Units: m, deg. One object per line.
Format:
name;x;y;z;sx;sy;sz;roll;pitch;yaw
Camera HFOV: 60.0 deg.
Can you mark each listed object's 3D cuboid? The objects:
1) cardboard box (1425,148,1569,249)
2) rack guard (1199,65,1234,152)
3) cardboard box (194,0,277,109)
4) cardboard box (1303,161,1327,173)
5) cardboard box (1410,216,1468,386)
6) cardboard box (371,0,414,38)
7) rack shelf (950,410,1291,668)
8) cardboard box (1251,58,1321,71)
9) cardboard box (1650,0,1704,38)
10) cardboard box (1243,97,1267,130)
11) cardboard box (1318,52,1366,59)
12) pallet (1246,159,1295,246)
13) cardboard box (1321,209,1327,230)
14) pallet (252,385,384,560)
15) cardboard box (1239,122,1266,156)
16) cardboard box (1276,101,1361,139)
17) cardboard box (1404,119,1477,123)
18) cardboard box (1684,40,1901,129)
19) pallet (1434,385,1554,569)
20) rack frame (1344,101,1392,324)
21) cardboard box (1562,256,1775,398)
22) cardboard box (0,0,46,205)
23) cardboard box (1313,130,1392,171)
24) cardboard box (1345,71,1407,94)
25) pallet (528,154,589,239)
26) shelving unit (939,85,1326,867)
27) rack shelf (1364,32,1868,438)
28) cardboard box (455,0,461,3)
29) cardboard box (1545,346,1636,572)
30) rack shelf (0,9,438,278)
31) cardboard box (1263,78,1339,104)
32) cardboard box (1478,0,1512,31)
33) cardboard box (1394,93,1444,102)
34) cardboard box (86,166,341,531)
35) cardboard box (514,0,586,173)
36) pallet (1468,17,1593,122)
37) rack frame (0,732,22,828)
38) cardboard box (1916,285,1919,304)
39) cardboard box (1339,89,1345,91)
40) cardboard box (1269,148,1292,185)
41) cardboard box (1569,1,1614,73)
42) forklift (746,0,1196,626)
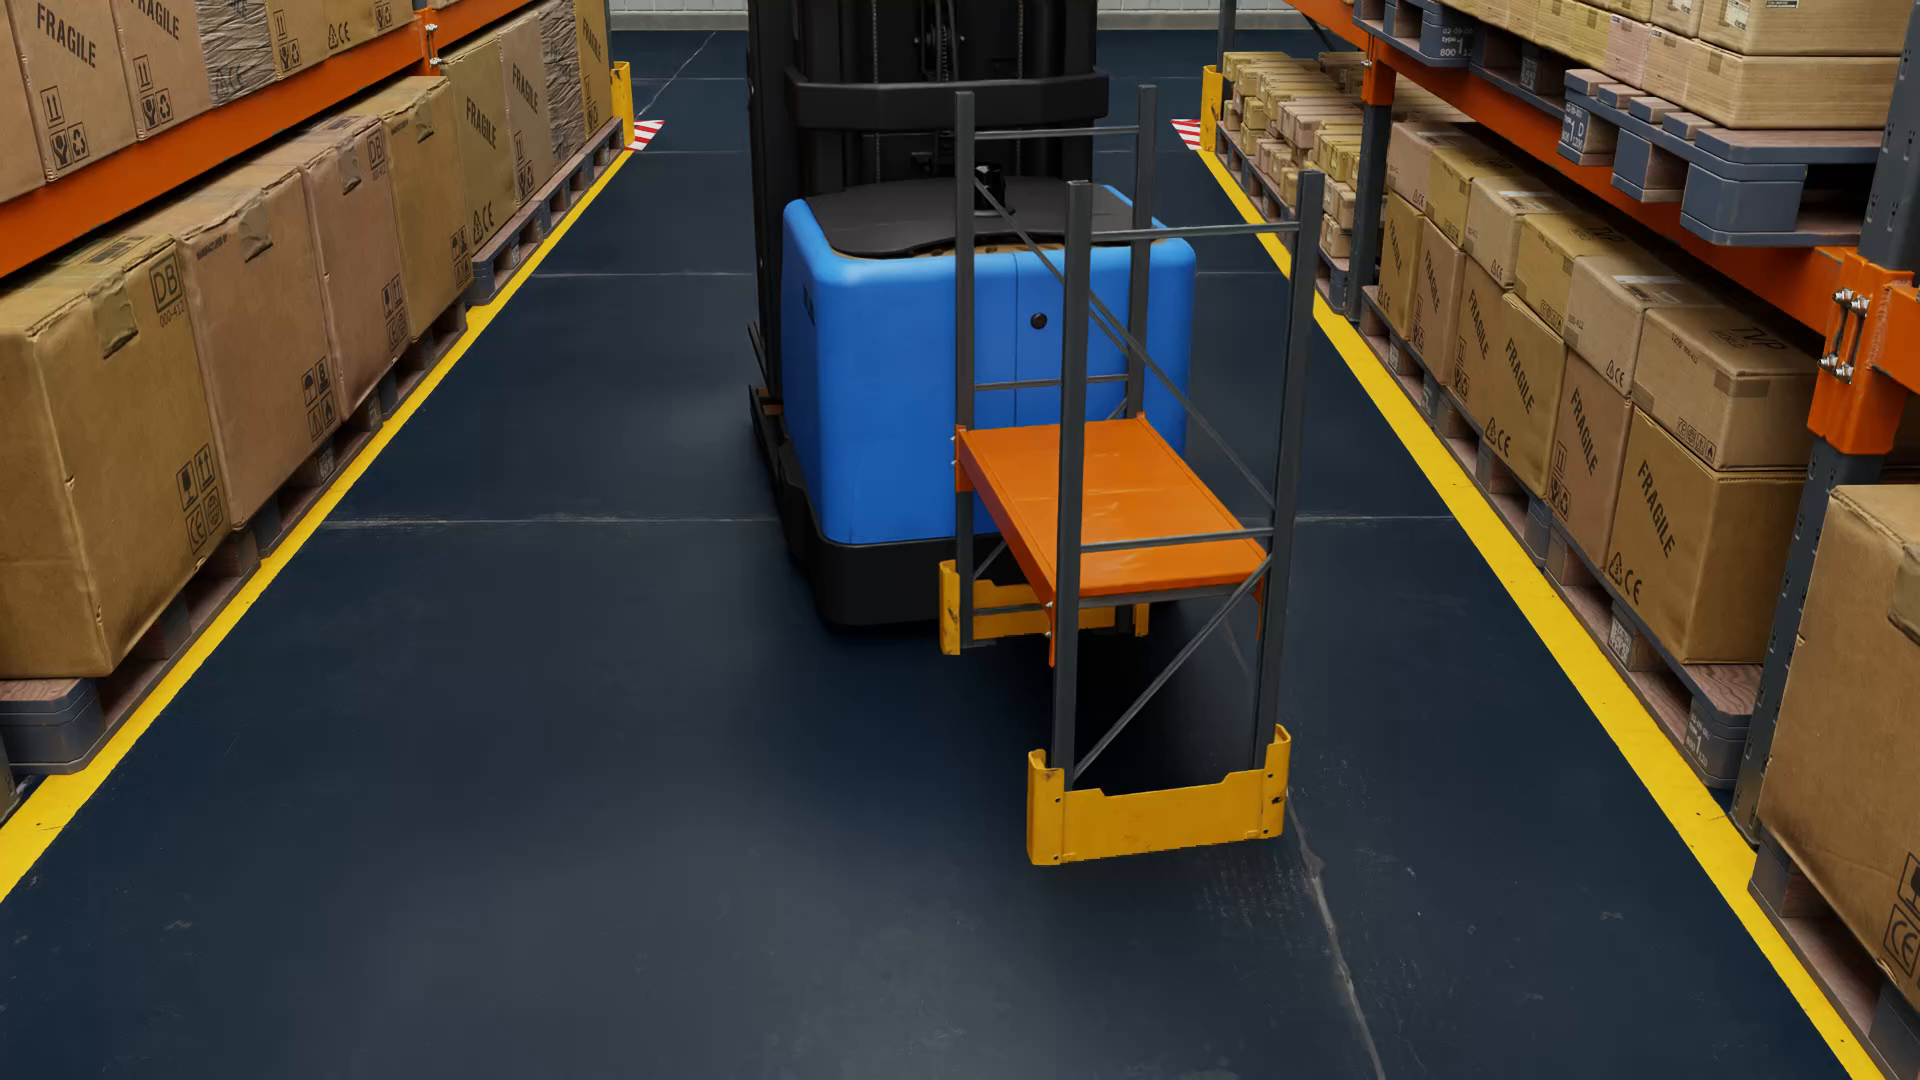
cardboard box;1.978;-1.219;5.920;0.500;0.250;0.500;0;24;1
rack guard;2.183;-2.828;10.897;1.175;0.500;0.348;0;24;-1
cardboard box;-2.445;-1.598;5.022;0.500;0.500;0.500;0;24;0
cardboard box;1.868;-1.729;8.021;0.380;0.149;0.250;-1;24;-2
cardboard box;1.976;-0.879;6.078;0.500;0.500;0.500;1;24;2
cardboard box;-2.457;-2.224;6.406;0.500;0.500;0.500;0;24;0
rack shelf;0.340;-0.037;3.949;0.538;0.185;1.000;-5;25;-11
cardboard box;1.971;-2.832;10.099;0.380;0.149;0.250;0;24;0
cardboard box;1.804;-1.226;3.755;0.380;0.149;0.250;1;24;1
cardboard box;1.863;-2.490;9.704;0.380;0.149;0.250;0;24;1
cardboard box;2.441;-2.945;10.350;0.380;0.149;0.250;0;24;0
pallet;2.167;-1.860;9.107;1.003;0.211;1.213;0;24;-1
cardboard box;1.894;-1.619;8.140;0.380;0.149;0.250;-1;24;-2
pallet;-2.635;-0.278;5.608;1.003;0.211;1.213;0;24;-1
cardboard box;1.855;-2.358;9.774;0.380;0.149;0.250;0;24;0
cardboard box;1.874;-2.196;8.694;0.380;0.149;0.250;-1;24;-2
cardboard box;2.408;-1.982;8.220;0.380;0.149;0.250;-1;24;-2
cardboard box;1.804;-0.980;3.573;0.380;0.149;0.250;0;24;0
pallet;2.252;-0.255;5.558;1.003;0.211;1.213;0;24;-1
rack frame;2.226;-2.350;6.807;1.000;3.000;0.127;0;24;-1
cardboard box;1.983;-0.585;4.517;0.500;0.250;0.500;0;24;0
cardboard box;-2.425;-0.969;3.630;0.500;0.500;0.500;0;24;1
cardboard box;1.909;-1.867;7.966;0.380;0.149;0.250;0;24;-1
cardboard box;2.456;-2.628;9.649;0.380;0.149;0.250;-1;24;-3
pallet;-2.681;-1.917;9.232;1.003;0.211;1.213;0;24;-1
shelving unit;0.338;-0.205;3.883;0.587;1.500;1.083;-5;25;-11
rack shelf;2.247;-1.199;5.133;1.077;0.370;4.000;0;24;-1
cardboard box;-2.409;-2.487;7.414;0.380;0.149;0.250;-1;24;-2
cardboard box;1.999;-0.239;4.661;0.500;0.500;0.500;1;24;2
rack shelf;-2.713;-1.218;5.176;1.077;0.370;4.000;0;24;-1
cardboard box;1.925;-2.511;9.390;0.380;0.149;0.250;1;24;2
cardboard box;1.789;-1.621;4.990;0.380;0.149;0.250;-1;24;-3
cardboard box;2.438;-2.301;8.925;0.380;0.149;0.250;0;24;0
cardboard box;-2.680;-0.597;4.998;1.225;0.875;0.875;0;24;0
cardboard box;-2.682;-2.603;9.434;0.875;0.875;0.875;0;24;-1
pallet;2.207;-1.430;5.005;1.003;0.211;1.213;0;24;-1
rack frame;-2.691;-0.722;3.205;1.000;3.000;0.127;0;24;-1
cardboard box;2.004;-0.562;2.730;0.500;0.500;0.500;0;24;0
cardboard box;2.422;-2.702;10.174;0.380;0.149;0.250;-1;24;-2
cardboard box;1.898;-2.036;9.063;0.380;0.149;0.250;0;24;-1
cardboard box;1.801;-1.291;4.260;0.380;0.149;0.250;-1;24;-1
forklift;-0.162;-1.680;5.408;1.130;2.935;3.031;-5;25;-11
